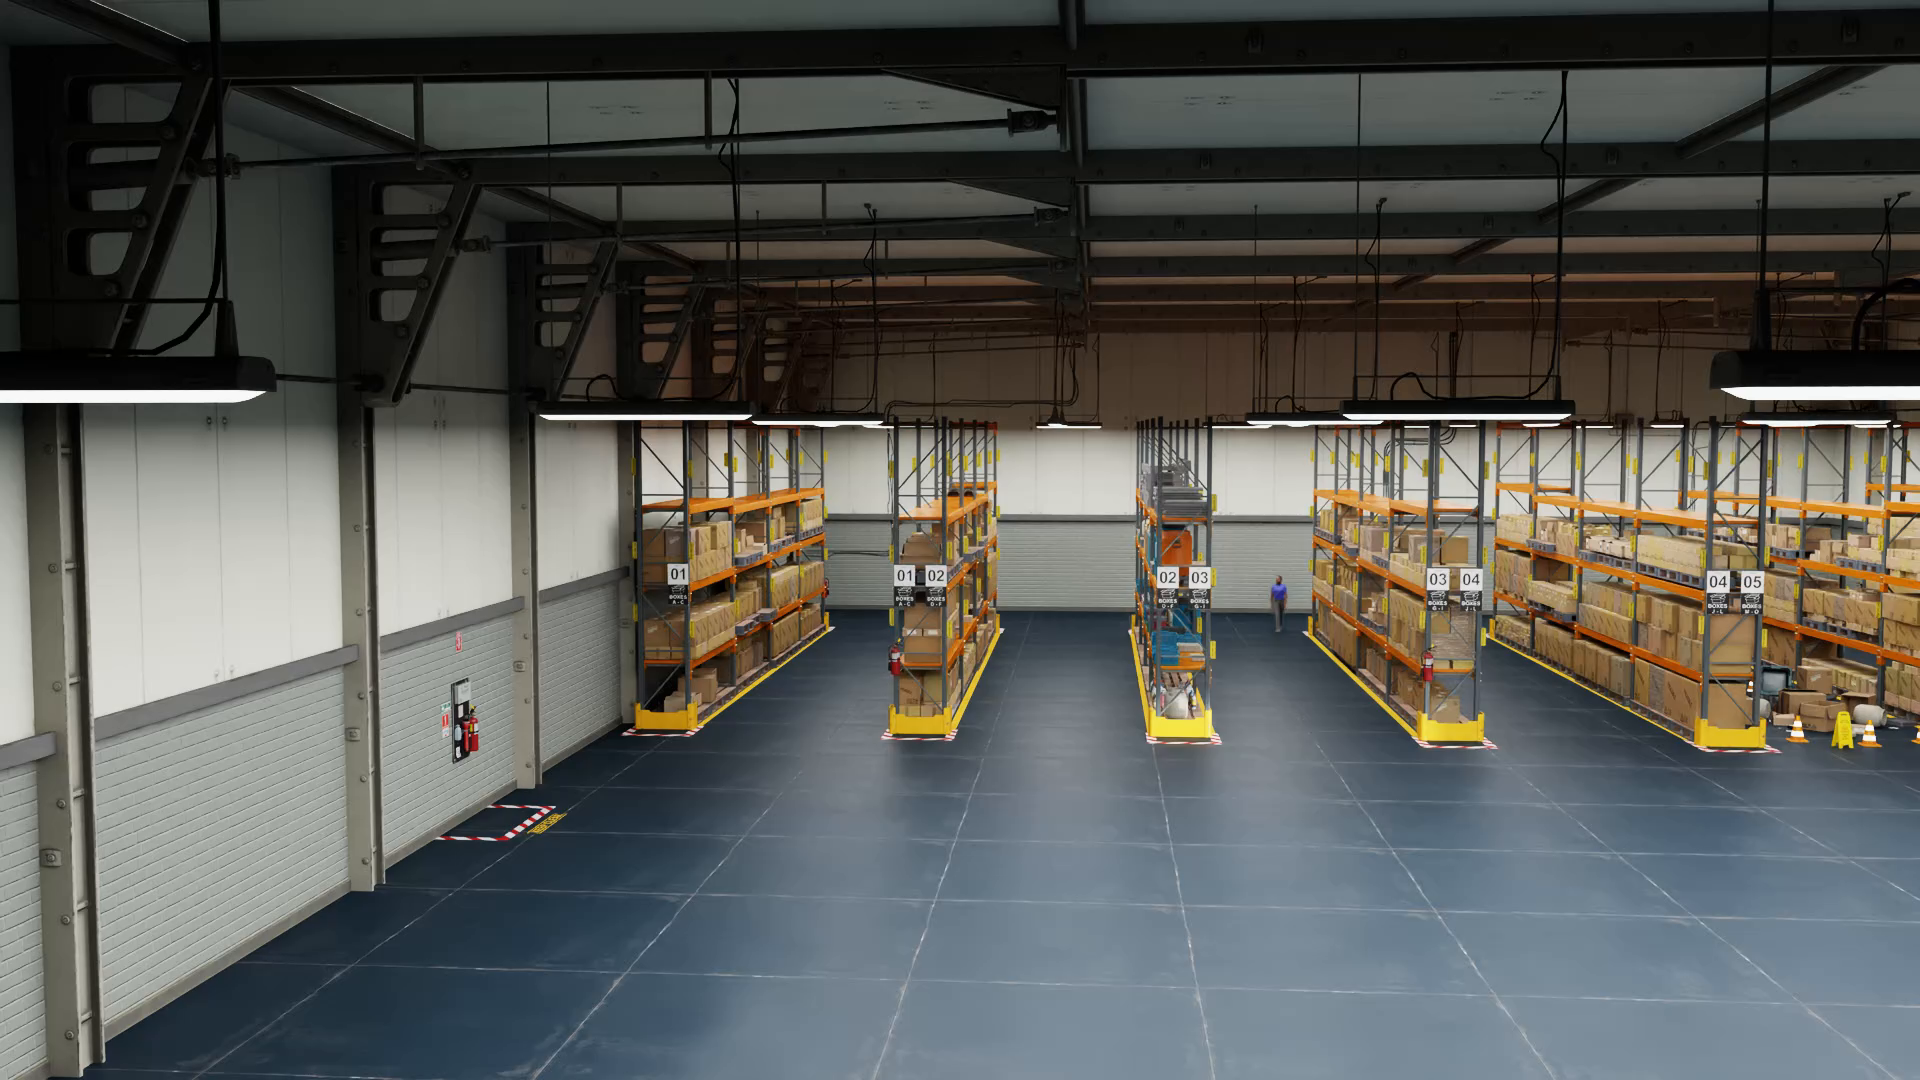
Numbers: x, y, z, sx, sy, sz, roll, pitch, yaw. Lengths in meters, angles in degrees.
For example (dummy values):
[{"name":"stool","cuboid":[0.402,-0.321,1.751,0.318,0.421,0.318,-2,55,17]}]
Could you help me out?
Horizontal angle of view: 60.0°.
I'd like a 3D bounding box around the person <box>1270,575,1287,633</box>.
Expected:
[{"name":"person","cuboid":[9.076,1.821,47.370,0.429,1.592,0.967,0,4,-7]}]
